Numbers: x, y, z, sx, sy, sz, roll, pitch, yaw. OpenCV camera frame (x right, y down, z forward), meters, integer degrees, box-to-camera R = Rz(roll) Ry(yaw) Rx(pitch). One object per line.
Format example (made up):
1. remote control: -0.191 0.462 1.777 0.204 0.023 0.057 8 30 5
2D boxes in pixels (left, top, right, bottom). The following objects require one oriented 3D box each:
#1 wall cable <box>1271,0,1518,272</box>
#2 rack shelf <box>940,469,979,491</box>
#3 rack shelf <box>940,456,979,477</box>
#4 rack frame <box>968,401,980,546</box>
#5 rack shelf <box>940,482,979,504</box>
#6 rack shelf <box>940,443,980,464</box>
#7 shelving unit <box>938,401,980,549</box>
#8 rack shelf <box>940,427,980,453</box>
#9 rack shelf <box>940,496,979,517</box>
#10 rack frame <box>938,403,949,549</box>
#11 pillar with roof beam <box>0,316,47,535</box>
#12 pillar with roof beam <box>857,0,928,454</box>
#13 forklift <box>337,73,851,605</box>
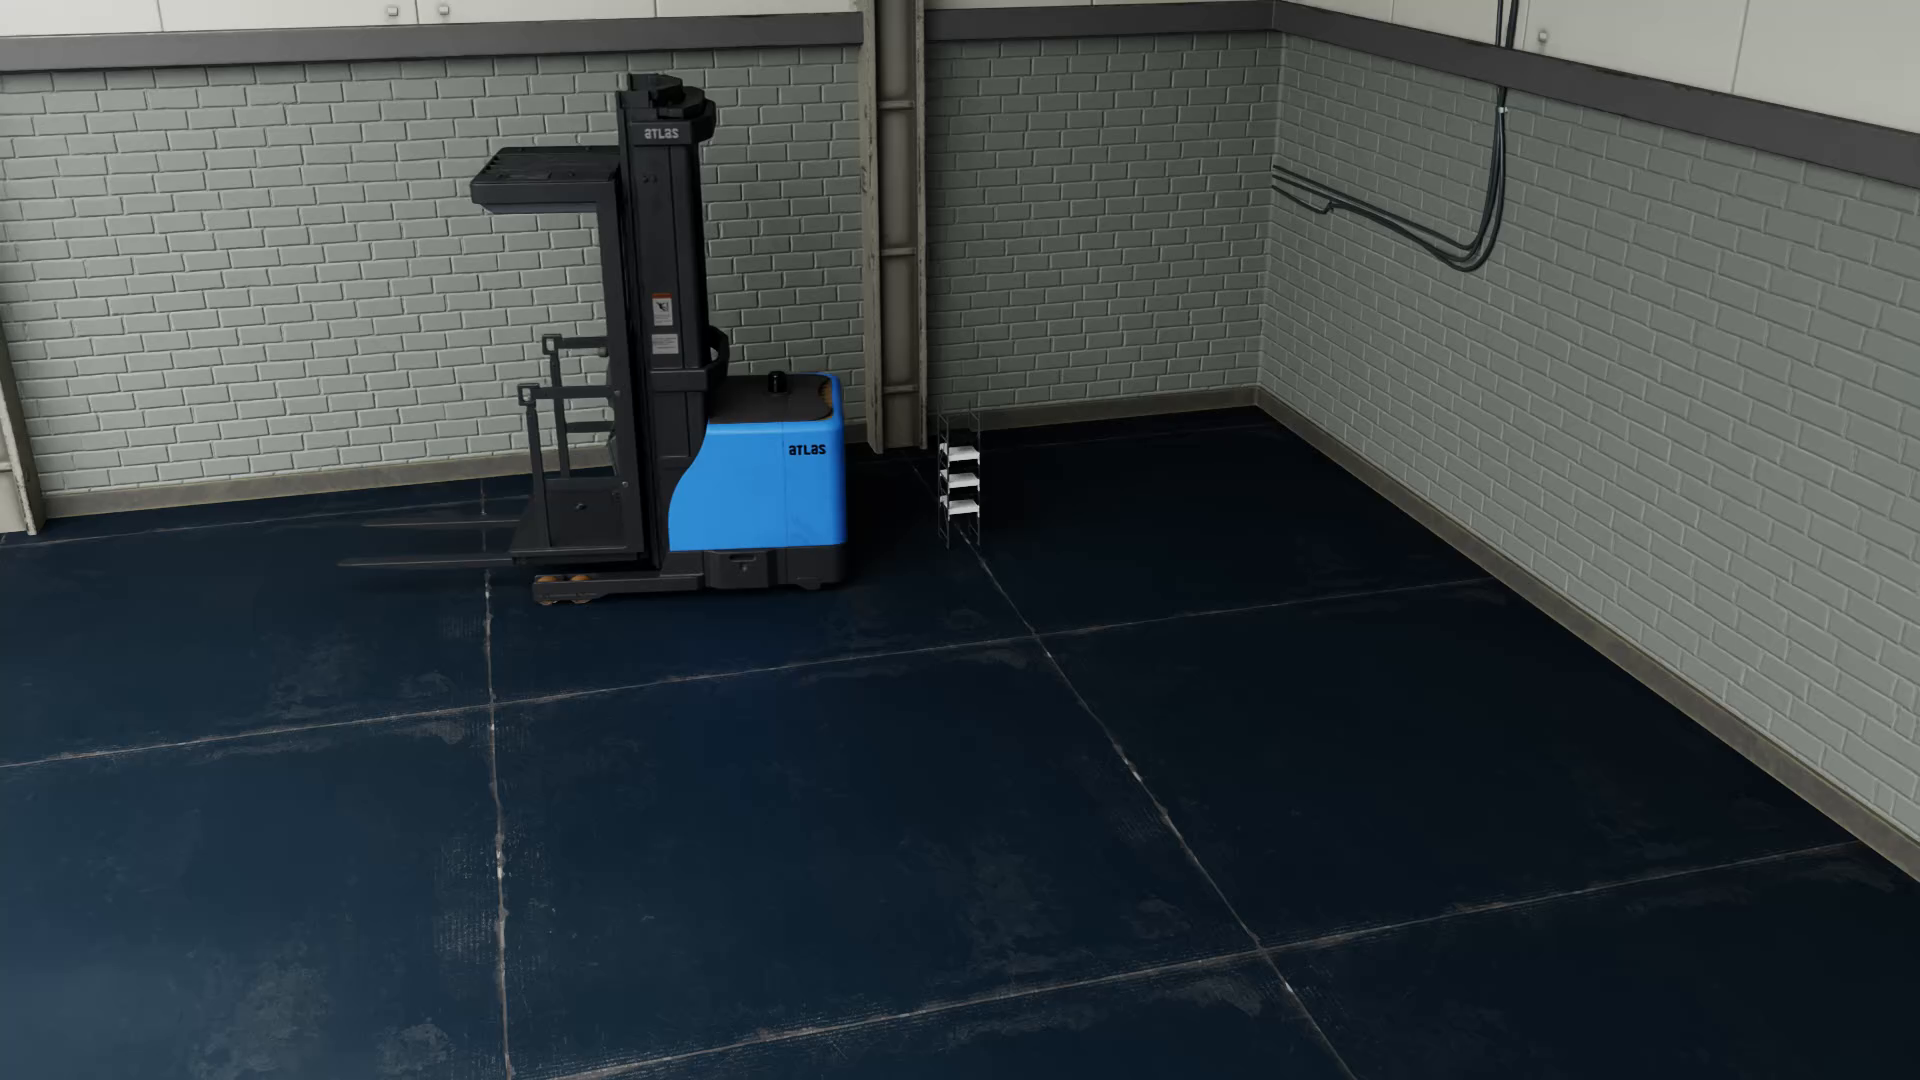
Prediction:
1. wall cable: 2.725 -3.234 10.814 0.112 2.526 3.097 -6 24 -14
2. rack shelf: -0.008 -0.382 10.584 0.200 0.077 0.258 -6 24 -14
3. rack shelf: -0.008 -0.465 10.548 0.200 0.077 0.258 -6 24 -14
4. rack frame: 0.090 -0.424 10.596 0.006 0.900 0.240 -6 24 -14
5. rack shelf: -0.008 -0.299 10.619 0.200 0.077 0.258 -6 24 -14
6. rack shelf: -0.008 -0.547 10.513 0.200 0.077 0.258 -6 24 -14
7. shelving unit: -0.008 -0.413 10.571 0.210 0.900 0.258 -6 24 -14
8. rack shelf: -0.008 -0.630 10.477 0.200 0.077 0.258 -6 24 -14
9. rack shelf: -0.008 -0.217 10.655 0.200 0.077 0.258 -6 24 -14
10. rack frame: -0.106 -0.402 10.545 0.006 0.900 0.240 -6 24 -14
11. pillar with roof beam: -5.082 -2.576 5.342 0.400 9.000 9.100 -6 24 -14
12. pillar with roof beam: 0.695 -3.215 6.831 0.400 9.000 9.100 -6 24 -14
13. forklift: -2.209 -1.180 9.784 3.031 2.935 1.130 -2 23 -5
